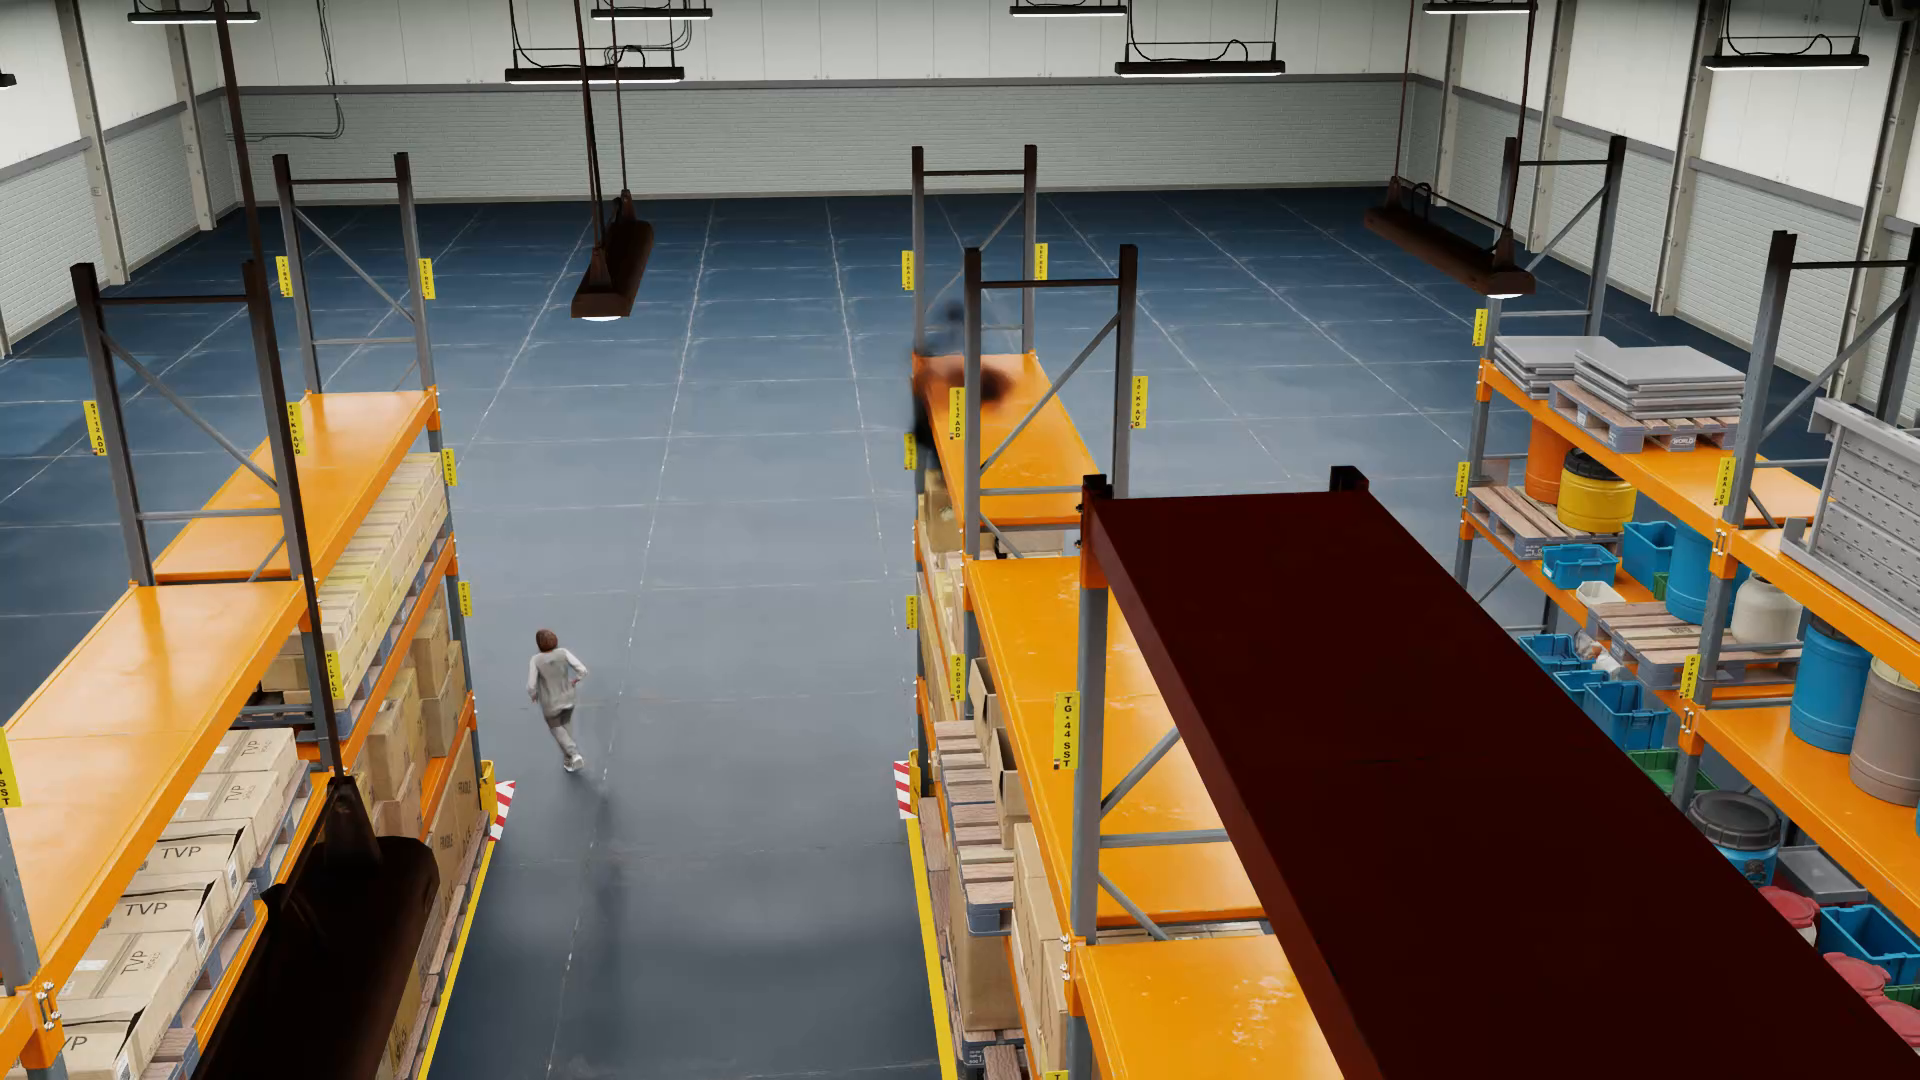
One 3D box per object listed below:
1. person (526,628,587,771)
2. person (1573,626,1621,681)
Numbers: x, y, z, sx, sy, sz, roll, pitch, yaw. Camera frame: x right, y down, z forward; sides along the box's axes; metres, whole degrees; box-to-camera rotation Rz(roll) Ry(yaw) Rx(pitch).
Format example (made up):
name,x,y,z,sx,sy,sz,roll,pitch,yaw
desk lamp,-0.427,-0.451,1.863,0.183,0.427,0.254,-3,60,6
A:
name,x,y,z,sx,sy,sz,roll,pitch,yaw
person,-3.777,1.548,15.655,0.579,1.559,0.537,-13,25,-29
person,6.203,1.260,16.270,0.673,1.683,0.627,-14,25,-31
